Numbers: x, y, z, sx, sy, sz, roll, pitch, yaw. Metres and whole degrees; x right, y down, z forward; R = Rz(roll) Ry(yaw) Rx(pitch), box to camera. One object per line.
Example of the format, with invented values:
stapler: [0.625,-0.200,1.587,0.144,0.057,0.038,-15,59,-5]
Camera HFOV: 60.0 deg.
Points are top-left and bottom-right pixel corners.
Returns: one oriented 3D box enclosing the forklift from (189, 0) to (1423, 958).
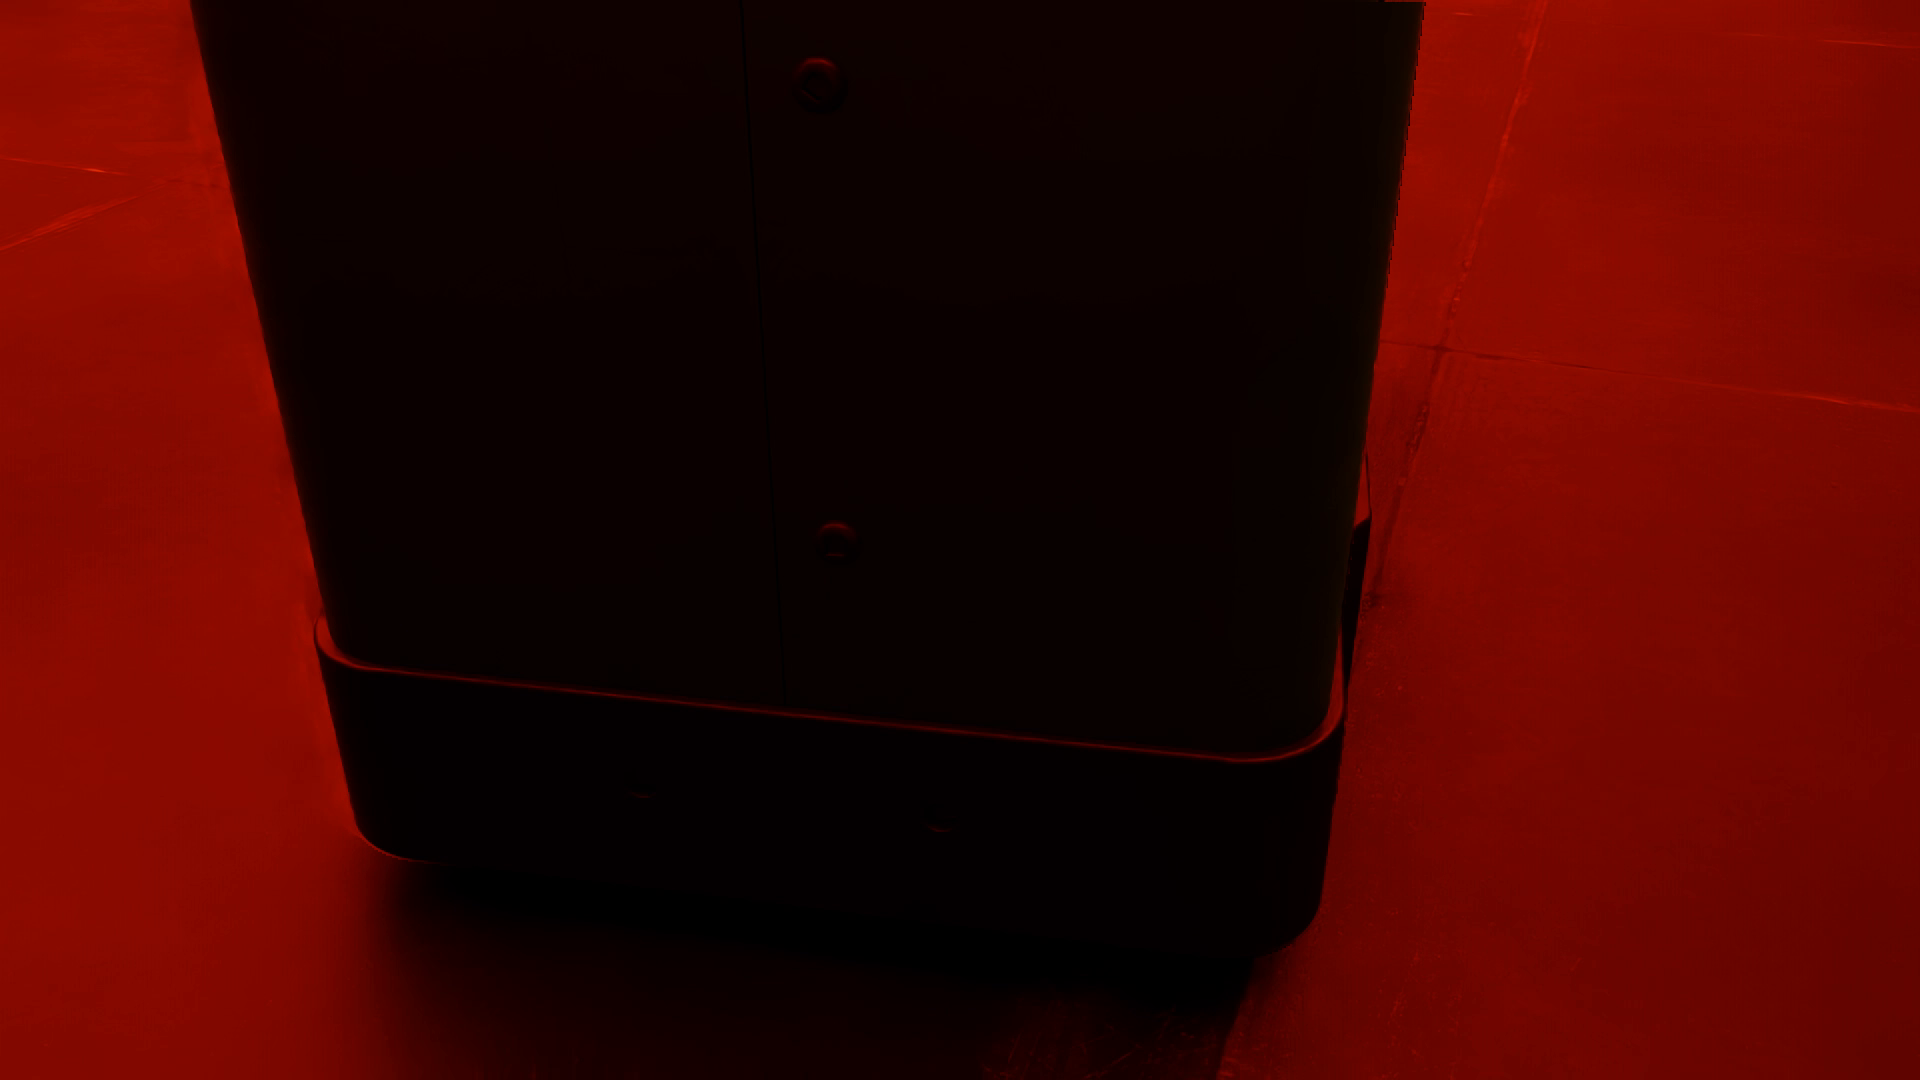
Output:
forklift: [0.096,-1.574,2.305,1.130,2.935,3.031,5,30,9]
